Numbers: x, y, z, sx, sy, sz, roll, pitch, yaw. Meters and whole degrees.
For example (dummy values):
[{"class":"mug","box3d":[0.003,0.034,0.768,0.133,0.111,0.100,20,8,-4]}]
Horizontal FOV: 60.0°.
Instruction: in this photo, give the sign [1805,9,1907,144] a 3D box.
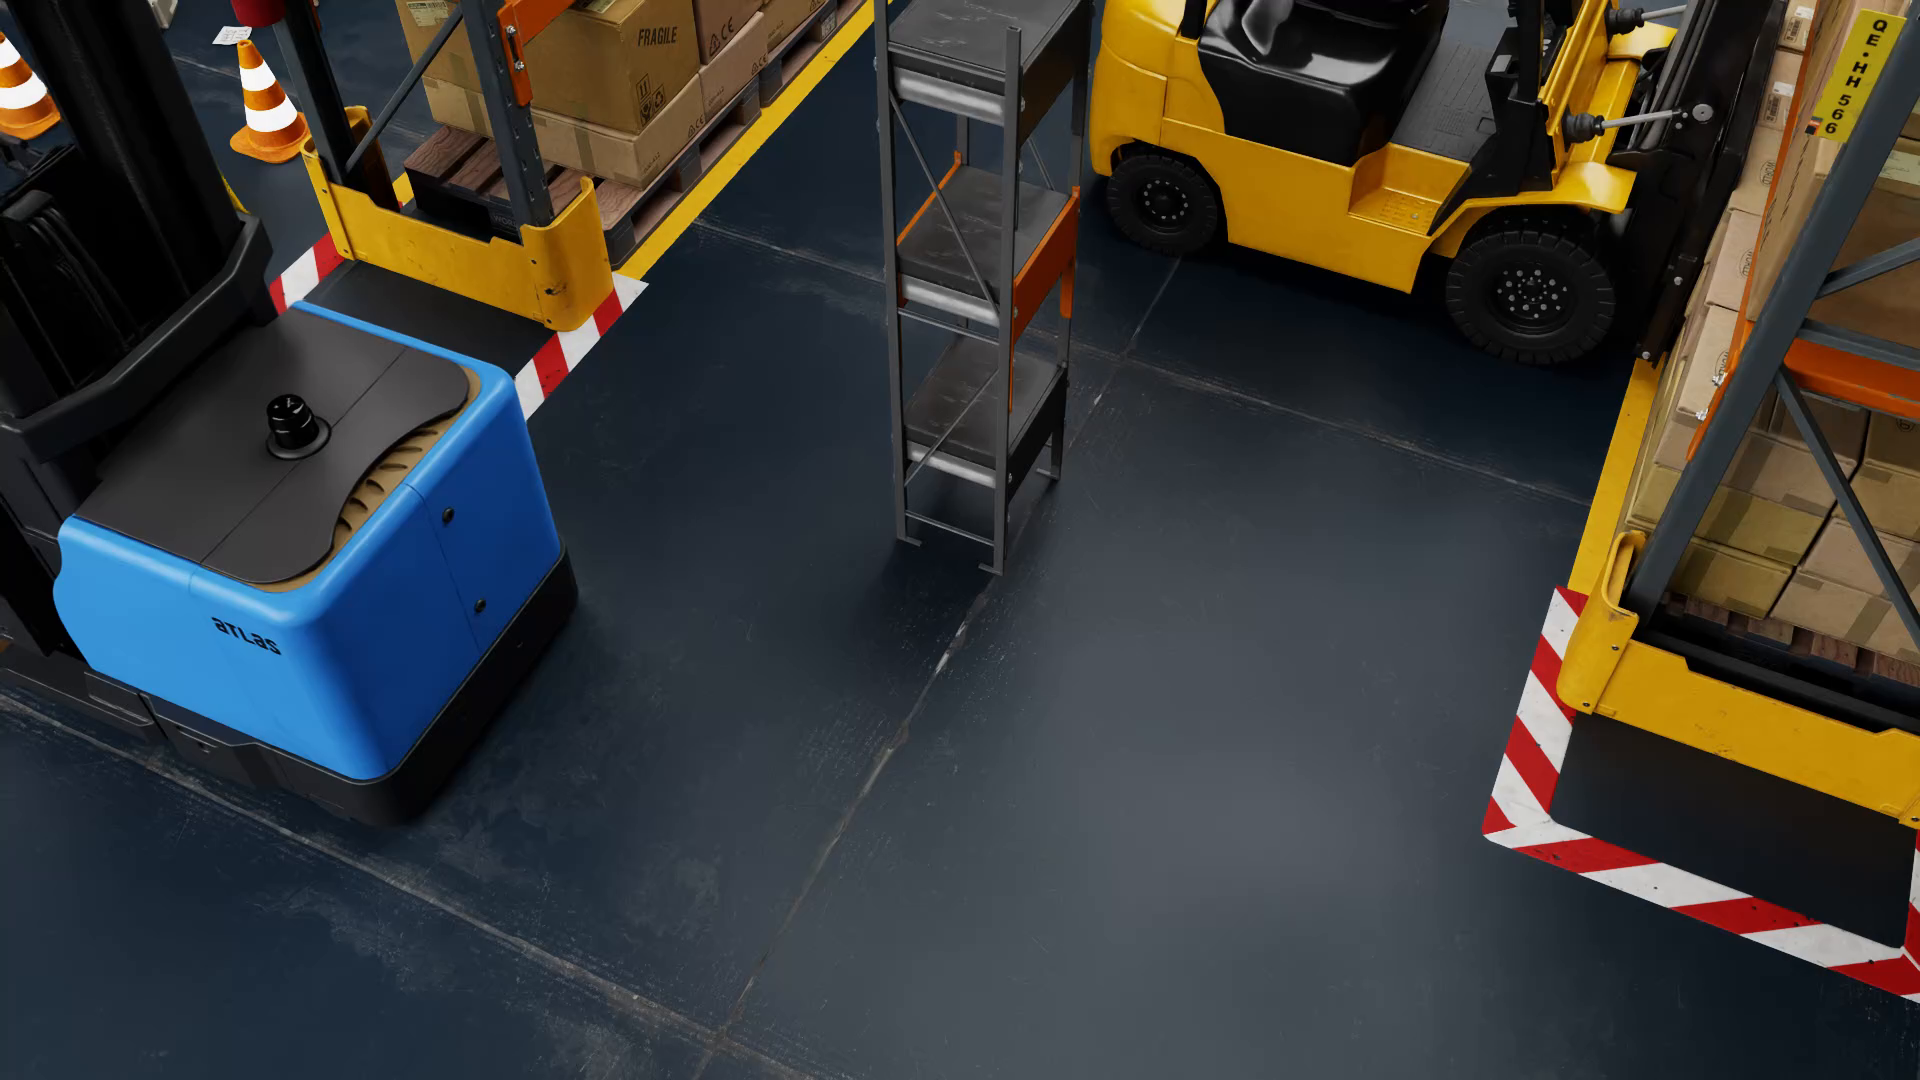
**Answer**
[{"class":"sign","box3d":[2.019,-1.042,3.751,0.100,0.325,0.005,20,52,16]}]

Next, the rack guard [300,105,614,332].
[{"class":"rack guard","box3d":[-1.953,-1.258,6.492,1.175,0.500,0.348,20,52,16]}]

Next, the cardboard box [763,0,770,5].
[{"class":"cardboard box","box3d":[-0.940,-2.690,7.107,0.500,0.500,0.500,21,53,17]}]

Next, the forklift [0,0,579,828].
[{"class":"forklift","box3d":[-2.824,-0.856,4.554,3.031,2.935,1.130,19,52,15]}]

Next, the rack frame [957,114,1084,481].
[{"class":"rack frame","box3d":[0.175,-0.962,5.190,0.400,2.100,0.015,20,52,16]}]

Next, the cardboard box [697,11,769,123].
[{"class":"cardboard box","box3d":[-1.166,-2.075,7.076,0.500,0.250,0.500,22,53,17]}]

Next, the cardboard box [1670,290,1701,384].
[{"class":"cardboard box","box3d":[2.653,-0.589,5.483,0.500,0.250,0.500,19,52,16]}]

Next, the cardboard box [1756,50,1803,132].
[{"class":"cardboard box","box3d":[3.061,-1.442,5.880,0.500,0.250,0.500,19,52,15]}]

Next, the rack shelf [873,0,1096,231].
[{"class":"rack shelf","box3d":[0.071,-1.239,4.525,0.431,0.518,0.480,20,52,16]}]

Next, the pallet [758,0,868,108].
[{"class":"pallet","box3d":[-1.052,-2.550,7.781,1.003,0.211,1.213,20,52,16]}]

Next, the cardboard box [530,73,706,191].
[{"class":"cardboard box","box3d":[-1.391,-1.726,6.779,0.500,0.250,0.500,19,52,16]}]

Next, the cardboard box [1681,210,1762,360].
[{"class":"cardboard box","box3d":[2.631,-0.745,5.287,0.500,0.250,0.500,21,53,17]}]

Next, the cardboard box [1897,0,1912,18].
[{"class":"cardboard box","box3d":[2.544,-1.238,4.147,0.380,0.149,0.250,20,52,16]}]

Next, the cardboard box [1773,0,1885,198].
[{"class":"cardboard box","box3d":[2.707,-1.214,4.748,0.500,0.500,0.500,21,53,17]}]

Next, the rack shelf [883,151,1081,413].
[{"class":"rack shelf","box3d":[0.071,-0.786,5.058,0.431,0.518,0.480,20,52,16]}]

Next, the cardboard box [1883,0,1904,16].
[{"class":"cardboard box","box3d":[2.631,-1.427,4.307,0.380,0.149,0.250,21,53,17]}]

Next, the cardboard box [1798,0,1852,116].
[{"class":"cardboard box","box3d":[2.925,-1.567,5.048,0.500,0.500,0.500,19,52,15]}]

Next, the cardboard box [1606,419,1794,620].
[{"class":"cardboard box","box3d":[2.419,-0.075,5.374,0.500,0.250,0.500,20,53,16]}]

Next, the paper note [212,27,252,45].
[{"class":"paper note","box3d":[-3.382,-2.352,7.731,0.148,0.019,0.142,4,50,3]}]

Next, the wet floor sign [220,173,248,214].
[{"class":"wet floor sign","box3d":[-3.034,-1.470,6.577,0.232,0.644,0.267,-37,59,-27]}]

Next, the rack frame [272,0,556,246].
[{"class":"rack frame","box3d":[-1.986,-2.016,5.496,1.000,3.000,0.127,20,52,16]}]

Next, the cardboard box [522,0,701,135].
[{"class":"cardboard box","box3d":[-1.381,-1.986,6.508,0.500,0.500,0.500,18,52,15]}]

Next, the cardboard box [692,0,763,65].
[{"class":"cardboard box","box3d":[-1.162,-2.347,6.815,0.500,0.500,0.500,18,52,15]}]

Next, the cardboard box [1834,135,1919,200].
[{"class":"cardboard box","box3d":[2.399,-0.976,4.119,0.380,0.149,0.250,21,53,17]}]

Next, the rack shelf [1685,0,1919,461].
[{"class":"rack shelf","box3d":[3.358,-1.547,5.570,1.077,0.370,4.000,20,52,16]}]

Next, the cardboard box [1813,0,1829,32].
[{"class":"cardboard box","box3d":[3.130,-1.917,5.346,0.500,0.500,0.500,20,53,16]}]

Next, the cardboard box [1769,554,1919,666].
[{"class":"cardboard box","box3d":[2.890,0.077,5.245,0.500,0.250,0.500,20,52,16]}]

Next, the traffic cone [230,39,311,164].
[{"class":"traffic cone","box3d":[-2.968,-1.910,7.071,0.336,0.463,0.334,20,52,16]}]

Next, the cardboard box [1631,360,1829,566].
[{"class":"cardboard box","box3d":[2.429,-0.247,5.192,0.500,0.250,0.500,19,52,16]}]

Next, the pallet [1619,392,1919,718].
[{"class":"pallet","box3d":[2.793,-0.040,5.645,1.003,0.211,1.213,20,52,16]}]

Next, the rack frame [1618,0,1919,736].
[{"class":"rack frame","box3d":[2.504,-0.403,4.124,1.000,3.000,0.127,20,52,16]}]

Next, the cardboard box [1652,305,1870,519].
[{"class":"cardboard box","box3d":[2.419,-0.391,4.986,0.500,0.250,0.500,21,53,17]}]

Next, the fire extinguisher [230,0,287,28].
[{"class":"fire extinguisher","box3d":[-2.451,-2.062,5.586,0.296,0.674,0.183,20,52,16]}]

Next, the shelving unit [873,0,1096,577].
[{"class":"shelving unit","box3d":[0.071,-0.794,5.047,0.431,2.100,0.503,20,52,16]}]

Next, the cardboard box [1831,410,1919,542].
[{"class":"cardboard box","box3d":[2.880,-0.242,4.859,0.500,0.250,0.500,19,52,16]}]

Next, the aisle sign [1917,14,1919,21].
[{"class":"aisle sign","box3d":[2.210,-1.296,3.176,0.394,0.787,0.004,20,52,16]}]

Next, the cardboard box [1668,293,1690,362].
[{"class":"cardboard box","box3d":[2.862,-0.756,5.953,0.500,0.250,0.500,20,53,16]}]

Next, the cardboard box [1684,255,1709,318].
[{"class":"cardboard box","box3d":[2.855,-0.952,5.792,0.500,0.250,0.500,19,52,15]}]

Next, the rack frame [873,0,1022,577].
[{"class":"rack frame","box3d":[-0.034,-0.626,4.904,0.400,2.100,0.015,20,52,16]}]

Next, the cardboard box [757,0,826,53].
[{"class":"cardboard box","box3d":[-0.944,-2.455,7.399,0.500,0.250,0.500,23,53,18]}]

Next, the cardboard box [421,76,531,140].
[{"class":"cardboard box","box3d":[-1.873,-1.922,6.945,0.500,0.250,0.500,20,52,16]}]

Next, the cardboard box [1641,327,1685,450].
[{"class":"cardboard box","box3d":[2.640,-0.414,5.663,0.500,0.250,0.500,20,52,16]}]

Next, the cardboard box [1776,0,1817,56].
[{"class":"cardboard box","box3d":[3.293,-1.801,6.186,0.500,0.250,0.500,21,53,17]}]

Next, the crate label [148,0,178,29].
[{"class":"crate label","box3d":[-3.837,-2.493,7.781,0.250,0.136,0.298,-4,50,-3]}]

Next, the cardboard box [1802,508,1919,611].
[{"class":"cardboard box","box3d":[2.893,-0.067,5.039,0.500,0.250,0.500,21,53,17]}]

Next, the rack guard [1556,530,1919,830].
[{"class":"rack guard","box3d":[2.494,0.423,5.062,1.175,0.500,0.348,20,52,16]}]

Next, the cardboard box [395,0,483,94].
[{"class":"cardboard box","box3d":[-1.879,-2.140,6.639,0.500,0.500,0.500,20,53,16]}]

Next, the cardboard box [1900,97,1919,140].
[{"class":"cardboard box","box3d":[2.466,-1.058,3.994,0.380,0.149,0.250,20,52,16]}]

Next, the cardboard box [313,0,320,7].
[{"class":"cardboard box","box3d":[-3.252,-2.651,7.908,0.250,0.149,0.380,-28,55,-22]}]

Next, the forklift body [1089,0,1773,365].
[{"class":"forklift body","box3d":[1.664,-2.028,6.063,2.313,2.155,1.214,20,52,16]}]

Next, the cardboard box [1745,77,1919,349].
[{"class":"cardboard box","box3d":[2.477,-0.860,4.447,0.500,0.500,0.500,19,52,15]}]

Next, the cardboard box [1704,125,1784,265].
[{"class":"cardboard box","box3d":[2.838,-1.095,5.586,0.500,0.250,0.500,20,53,17]}]

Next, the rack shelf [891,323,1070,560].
[{"class":"rack shelf","box3d":[0.071,-0.332,5.591,0.431,0.518,0.480,20,52,16]}]

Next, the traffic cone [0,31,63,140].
[{"class":"traffic cone","box3d":[-4.117,-2.037,7.179,0.336,0.463,0.334,20,52,16]}]

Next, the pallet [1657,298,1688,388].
[{"class":"pallet","box3d":[3.315,-0.877,6.358,1.003,0.211,1.213,20,52,16]}]

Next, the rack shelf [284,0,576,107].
[{"class":"rack shelf","box3d":[-1.131,-3.160,6.942,1.077,0.370,4.000,20,52,16]}]

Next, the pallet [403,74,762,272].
[{"class":"pallet","box3d":[-1.574,-1.712,7.069,1.003,0.211,1.213,20,52,16]}]
